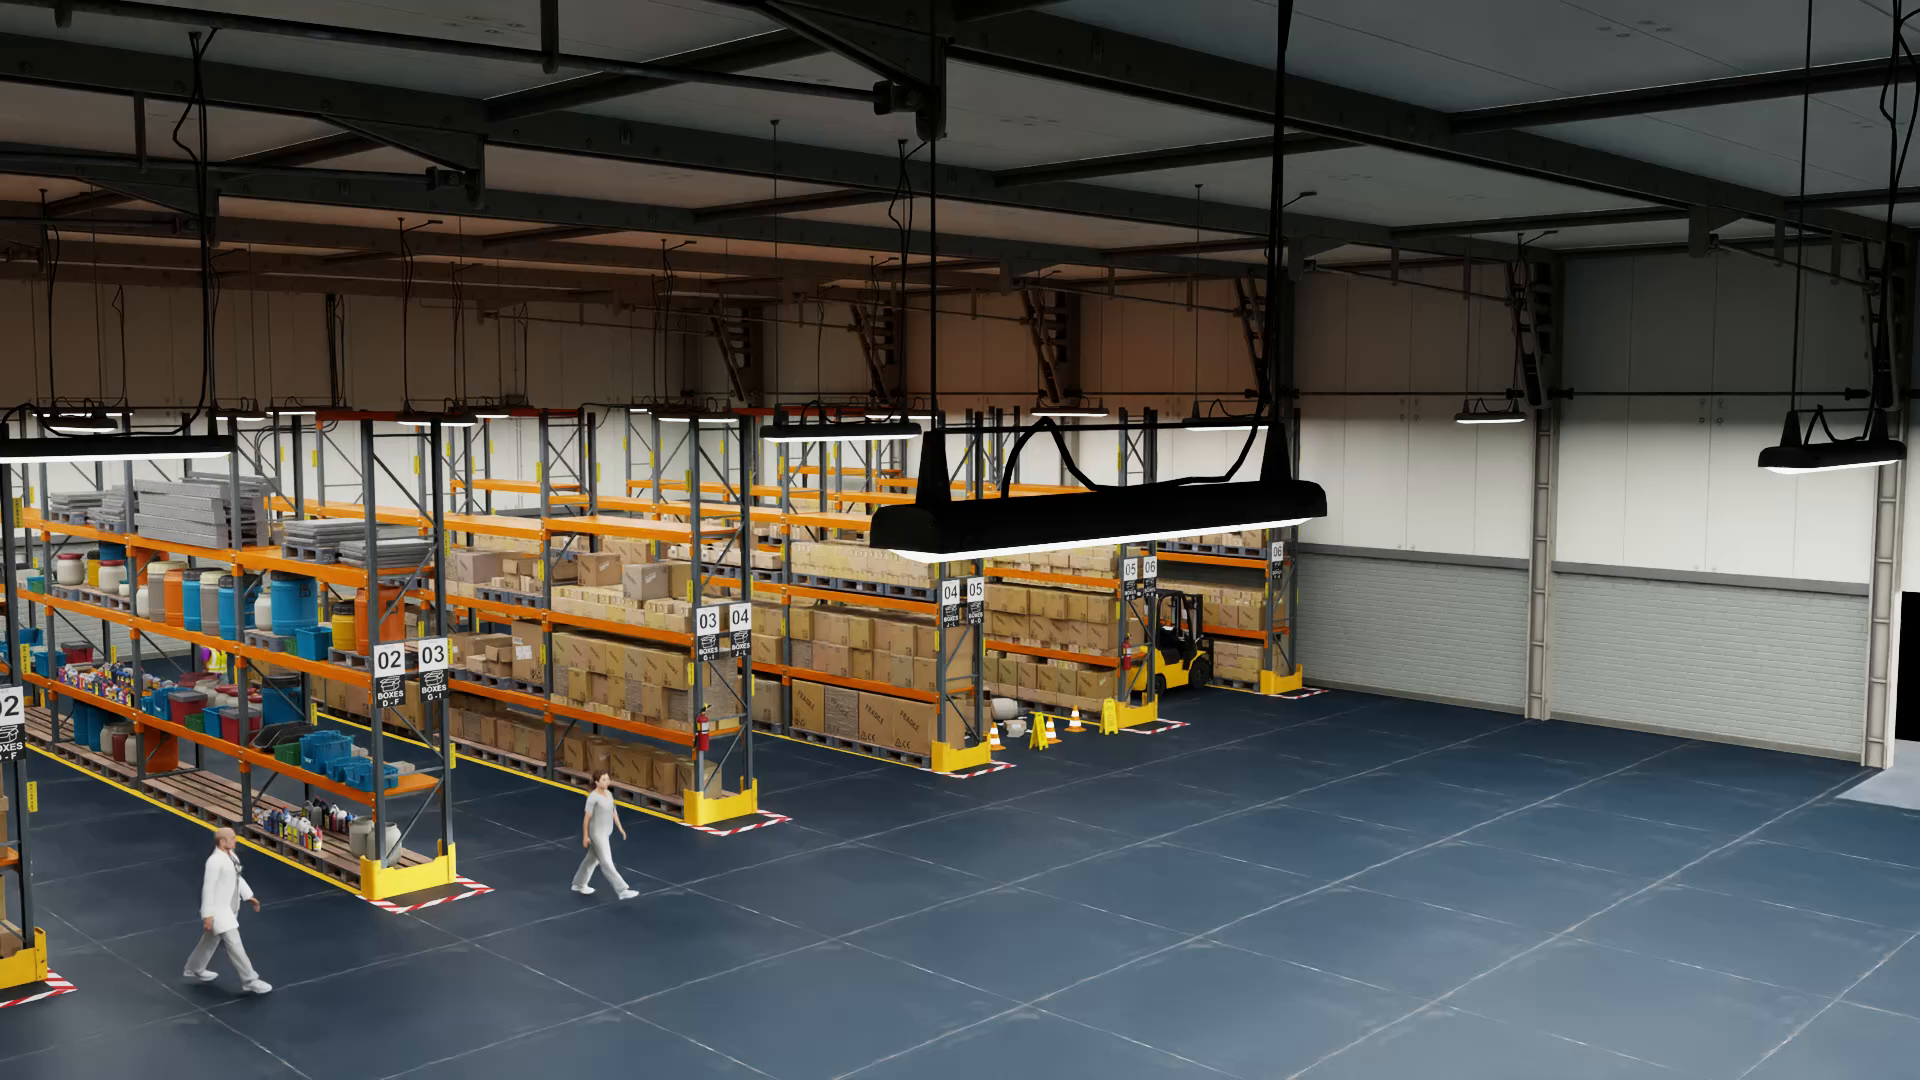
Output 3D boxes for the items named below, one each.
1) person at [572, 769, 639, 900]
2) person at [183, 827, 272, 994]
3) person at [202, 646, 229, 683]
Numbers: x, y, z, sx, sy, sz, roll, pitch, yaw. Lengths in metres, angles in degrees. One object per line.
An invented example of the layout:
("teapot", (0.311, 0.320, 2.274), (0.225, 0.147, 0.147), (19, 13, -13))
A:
("person", (-4.416, 3.662, 20.751), (1.059, 1.609, 0.482), (1, 5, 16))
("person", (-7.763, 3.880, 17.610), (1.174, 1.707, 0.679), (1, 5, 11))
("person", (-14.508, 2.600, 32.426), (1.091, 1.714, 0.565), (4, 7, 41))
